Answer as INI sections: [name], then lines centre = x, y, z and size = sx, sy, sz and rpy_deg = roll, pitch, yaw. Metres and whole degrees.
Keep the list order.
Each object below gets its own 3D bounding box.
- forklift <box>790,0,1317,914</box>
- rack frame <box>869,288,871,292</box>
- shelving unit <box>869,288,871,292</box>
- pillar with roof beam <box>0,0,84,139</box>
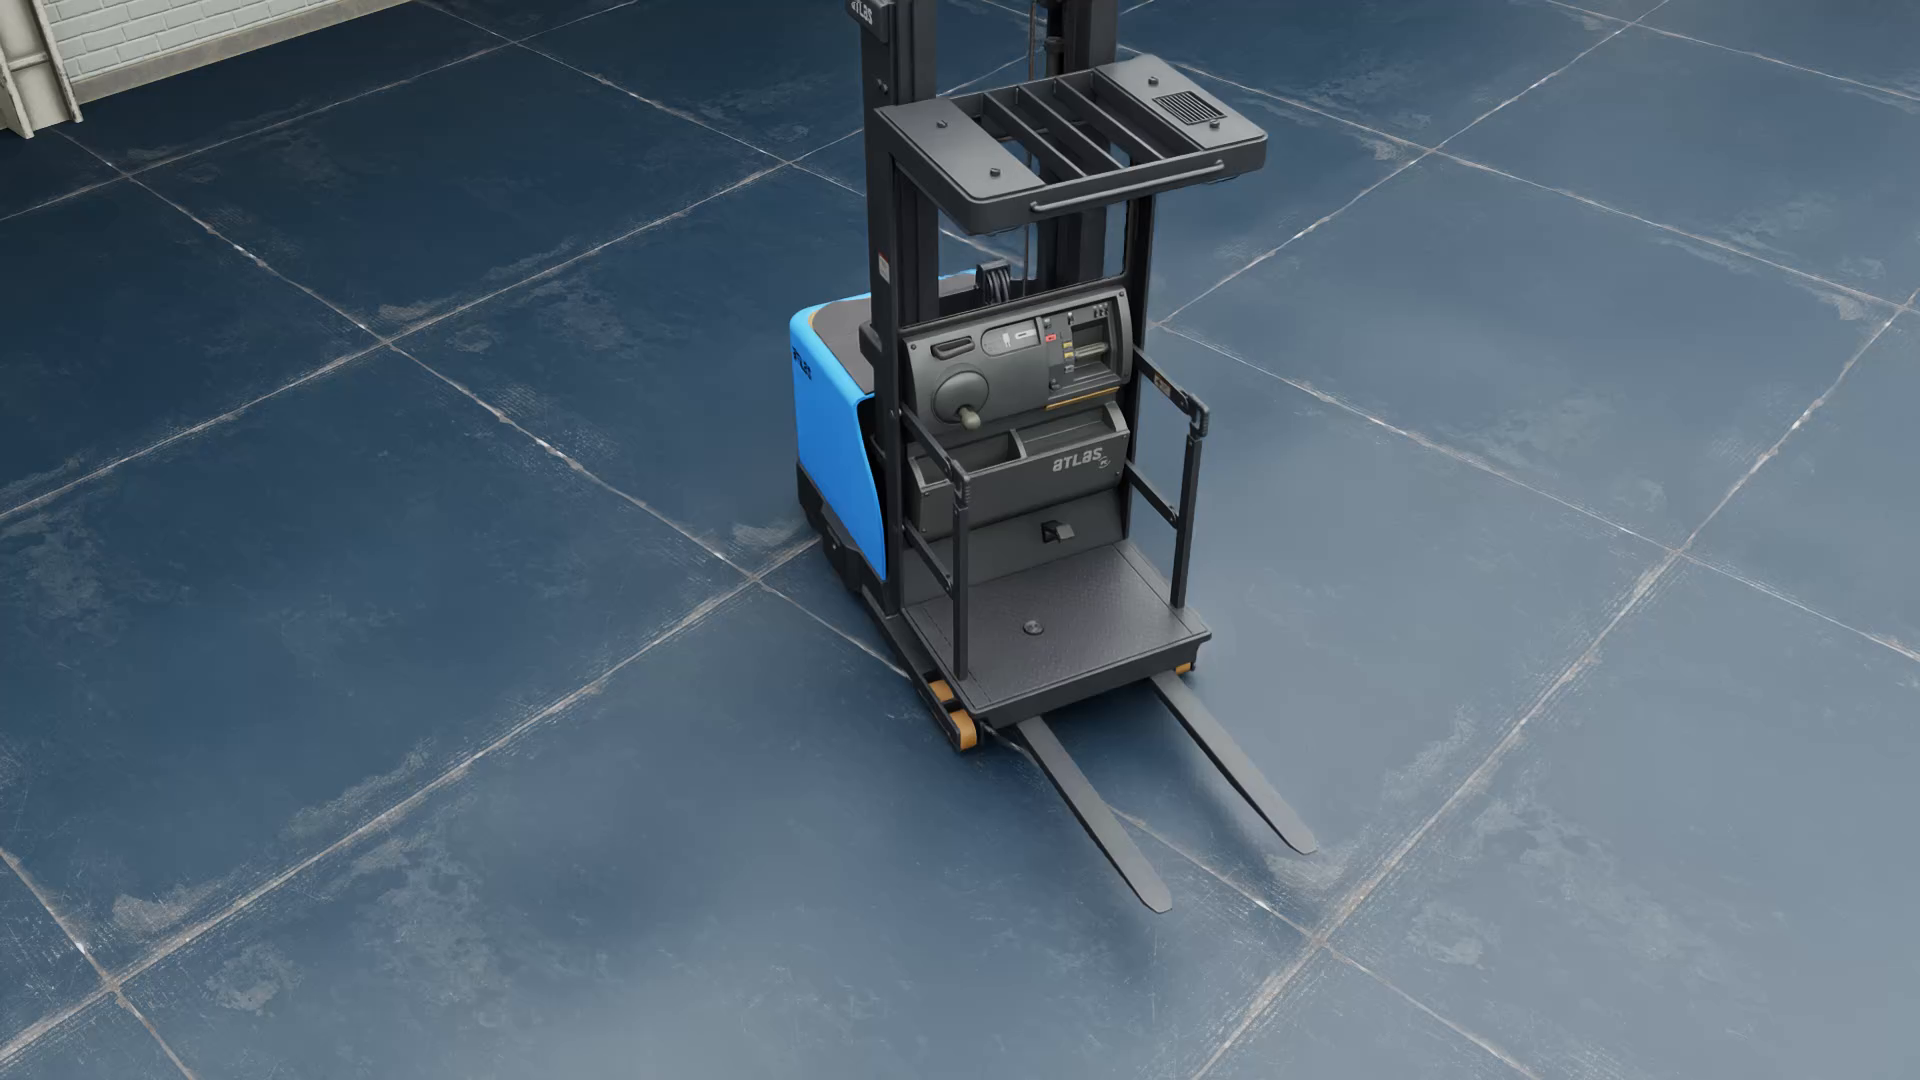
[forklift]
centre = 0.331, -0.616, 6.169
size = 1.130, 2.935, 3.031
rpy_deg = -17, 41, -20
[rack frame]
centre = -0.369, -0.760, 7.982
size = 0.006, 0.900, 0.240
rpy_deg = -17, 41, -20
[shelving unit]
centre = -0.278, -0.788, 8.017
size = 0.210, 0.900, 0.258
rpy_deg = -17, 41, -20
[pillar with roof beam]
centre = -3.050, -4.553, 6.246
size = 9.100, 9.000, 0.400
rpy_deg = 30, 47, 32
